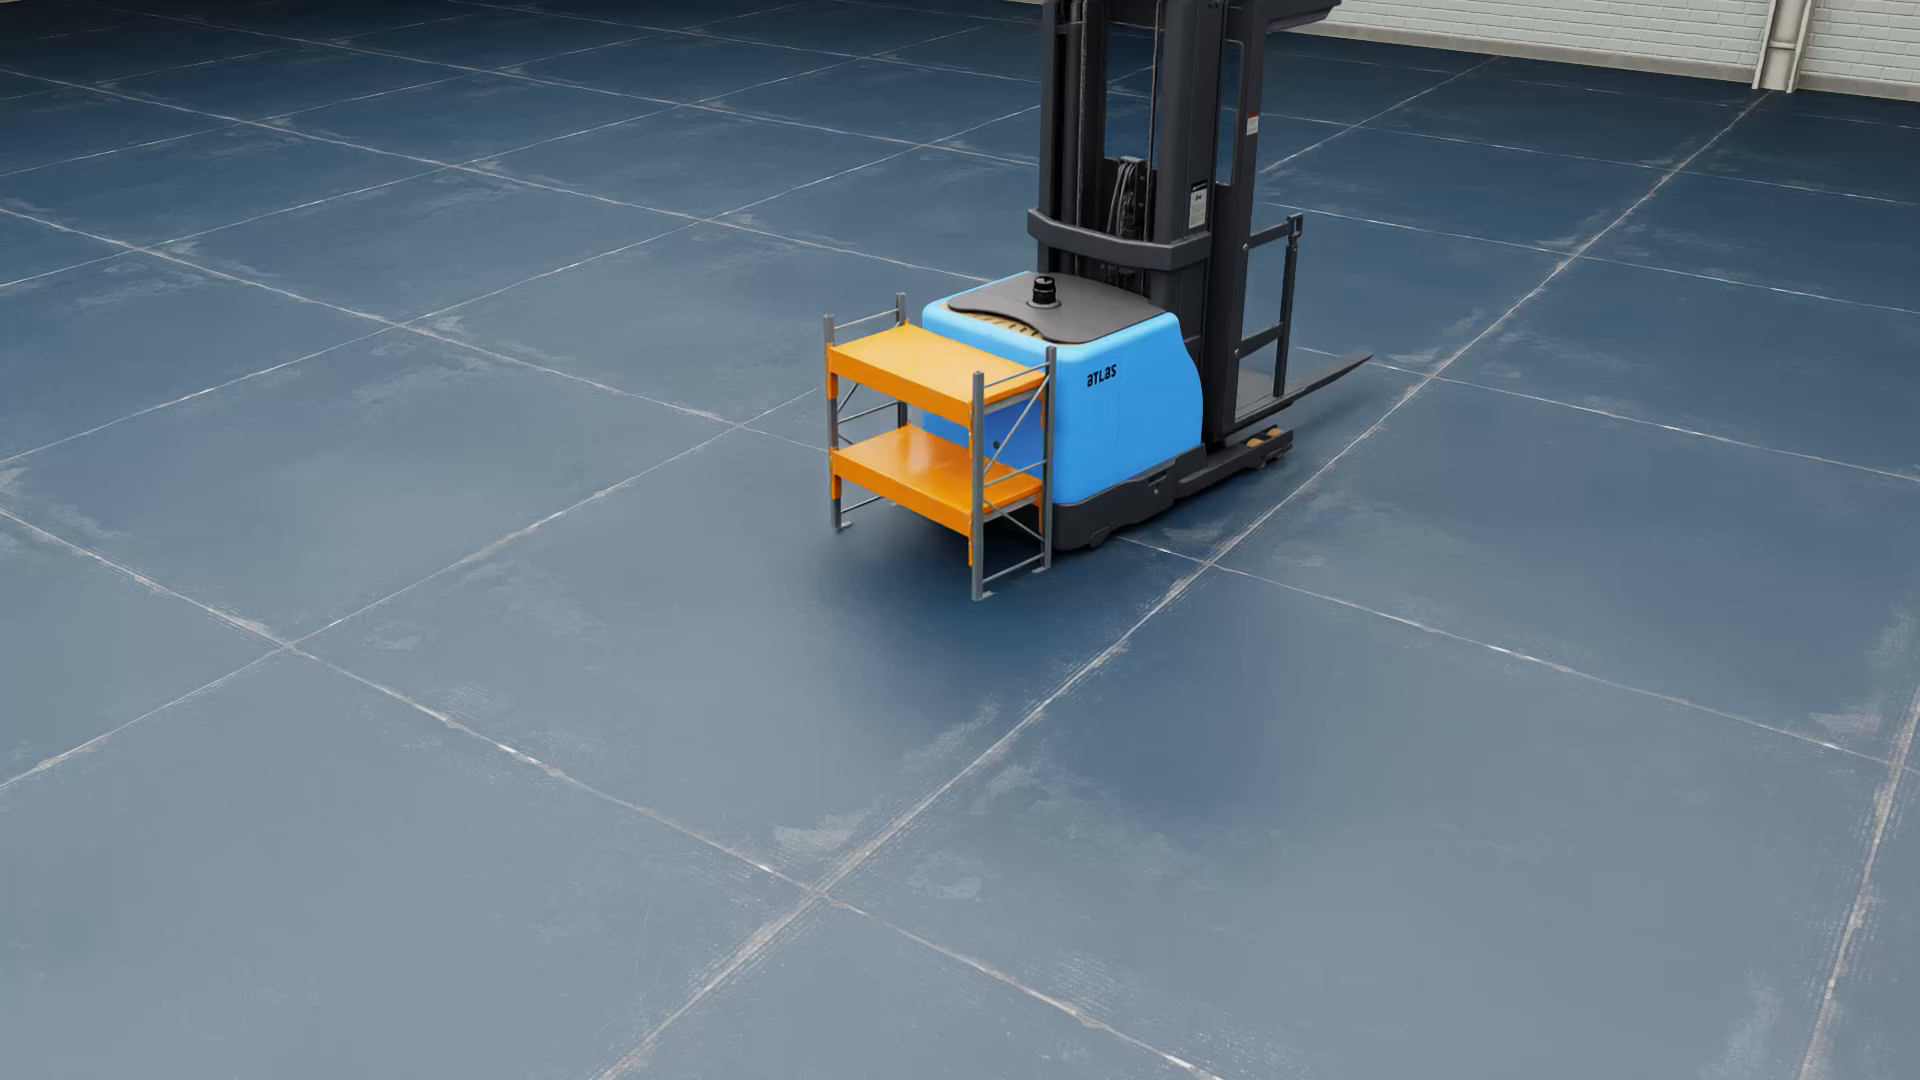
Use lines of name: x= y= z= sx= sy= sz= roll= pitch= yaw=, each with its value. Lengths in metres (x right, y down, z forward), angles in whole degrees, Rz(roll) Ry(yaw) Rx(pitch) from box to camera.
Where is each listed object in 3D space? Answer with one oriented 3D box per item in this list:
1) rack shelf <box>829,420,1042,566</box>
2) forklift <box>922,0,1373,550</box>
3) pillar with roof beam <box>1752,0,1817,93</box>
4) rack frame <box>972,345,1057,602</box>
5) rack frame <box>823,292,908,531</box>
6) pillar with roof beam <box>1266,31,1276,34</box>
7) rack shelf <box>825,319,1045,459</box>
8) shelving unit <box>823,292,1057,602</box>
rack shelf: x=-0.106 y=-0.245 z=8.031 sx=0.538 sy=0.278 sz=1.000 roll=-23 pitch=35 yaw=-38
forklift: x=1.181 y=-1.833 z=8.619 sx=1.130 sy=2.935 sz=3.031 roll=24 pitch=35 yaw=38
pillar with roof beam: x=6.236 y=-7.214 z=12.504 sx=0.400 sy=9.000 sz=9.100 roll=17 pitch=32 yaw=30
rack frame: x=0.245 y=-0.297 z=7.592 sx=0.500 sy=1.125 sz=0.032 roll=-23 pitch=35 yaw=-38
rack frame: x=-0.457 y=-0.630 z=8.248 sx=0.500 sy=1.125 sz=0.032 roll=-23 pitch=35 yaw=-38
pillar with roof beam: x=1.291 y=-8.755 z=15.531 sx=0.400 sy=9.000 sz=9.100 roll=17 pitch=32 yaw=30
rack shelf: x=-0.106 y=-0.724 z=7.788 sx=0.538 sy=0.278 sz=1.000 roll=-23 pitch=35 yaw=-38
shelving unit: x=-0.106 y=-0.463 z=7.920 sx=0.538 sy=1.125 sz=1.048 roll=-23 pitch=35 yaw=-38
